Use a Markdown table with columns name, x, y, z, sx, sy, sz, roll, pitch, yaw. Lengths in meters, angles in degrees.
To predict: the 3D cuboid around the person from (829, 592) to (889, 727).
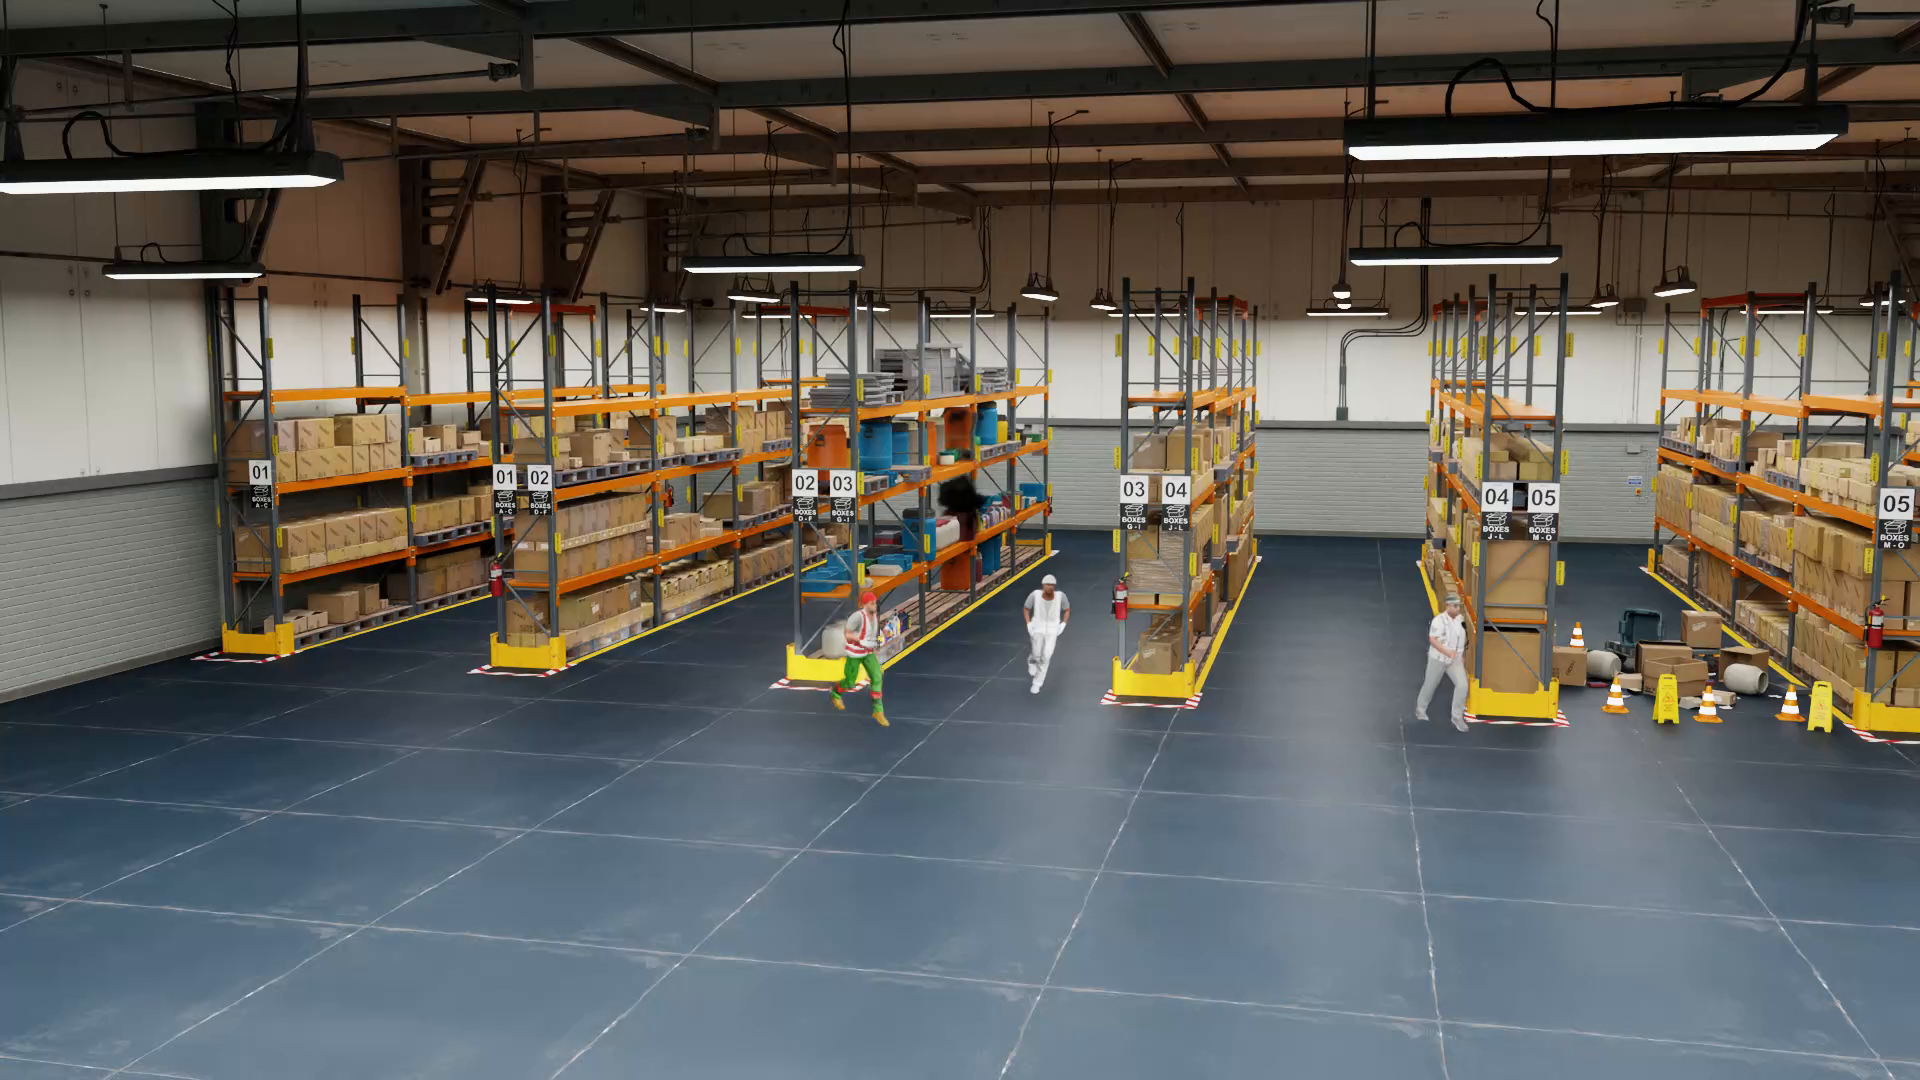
| name | x | y | z | sx | sy | sz | roll | pitch | yaw |
| --- | --- | --- | --- | --- | --- | --- | --- | --- | --- |
| person | -1.370 | 1.564 | 22.386 | 0.659 | 1.779 | 1.125 | -6 | 9 | -43 |

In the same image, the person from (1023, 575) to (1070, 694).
| name | x | y | z | sx | sy | sz | roll | pitch | yaw |
| --- | --- | --- | --- | --- | --- | --- | --- | --- | --- |
| person | 1.270 | 1.348 | 24.579 | 0.696 | 1.728 | 0.806 | -1 | 7 | -6 |

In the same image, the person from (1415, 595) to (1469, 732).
| name | x | y | z | sx | sy | sz | roll | pitch | yaw |
| --- | --- | --- | --- | --- | --- | --- | --- | --- | --- |
| person | 6.428 | 1.587 | 21.972 | 0.608 | 1.774 | 0.848 | -2 | 7 | -20 |
